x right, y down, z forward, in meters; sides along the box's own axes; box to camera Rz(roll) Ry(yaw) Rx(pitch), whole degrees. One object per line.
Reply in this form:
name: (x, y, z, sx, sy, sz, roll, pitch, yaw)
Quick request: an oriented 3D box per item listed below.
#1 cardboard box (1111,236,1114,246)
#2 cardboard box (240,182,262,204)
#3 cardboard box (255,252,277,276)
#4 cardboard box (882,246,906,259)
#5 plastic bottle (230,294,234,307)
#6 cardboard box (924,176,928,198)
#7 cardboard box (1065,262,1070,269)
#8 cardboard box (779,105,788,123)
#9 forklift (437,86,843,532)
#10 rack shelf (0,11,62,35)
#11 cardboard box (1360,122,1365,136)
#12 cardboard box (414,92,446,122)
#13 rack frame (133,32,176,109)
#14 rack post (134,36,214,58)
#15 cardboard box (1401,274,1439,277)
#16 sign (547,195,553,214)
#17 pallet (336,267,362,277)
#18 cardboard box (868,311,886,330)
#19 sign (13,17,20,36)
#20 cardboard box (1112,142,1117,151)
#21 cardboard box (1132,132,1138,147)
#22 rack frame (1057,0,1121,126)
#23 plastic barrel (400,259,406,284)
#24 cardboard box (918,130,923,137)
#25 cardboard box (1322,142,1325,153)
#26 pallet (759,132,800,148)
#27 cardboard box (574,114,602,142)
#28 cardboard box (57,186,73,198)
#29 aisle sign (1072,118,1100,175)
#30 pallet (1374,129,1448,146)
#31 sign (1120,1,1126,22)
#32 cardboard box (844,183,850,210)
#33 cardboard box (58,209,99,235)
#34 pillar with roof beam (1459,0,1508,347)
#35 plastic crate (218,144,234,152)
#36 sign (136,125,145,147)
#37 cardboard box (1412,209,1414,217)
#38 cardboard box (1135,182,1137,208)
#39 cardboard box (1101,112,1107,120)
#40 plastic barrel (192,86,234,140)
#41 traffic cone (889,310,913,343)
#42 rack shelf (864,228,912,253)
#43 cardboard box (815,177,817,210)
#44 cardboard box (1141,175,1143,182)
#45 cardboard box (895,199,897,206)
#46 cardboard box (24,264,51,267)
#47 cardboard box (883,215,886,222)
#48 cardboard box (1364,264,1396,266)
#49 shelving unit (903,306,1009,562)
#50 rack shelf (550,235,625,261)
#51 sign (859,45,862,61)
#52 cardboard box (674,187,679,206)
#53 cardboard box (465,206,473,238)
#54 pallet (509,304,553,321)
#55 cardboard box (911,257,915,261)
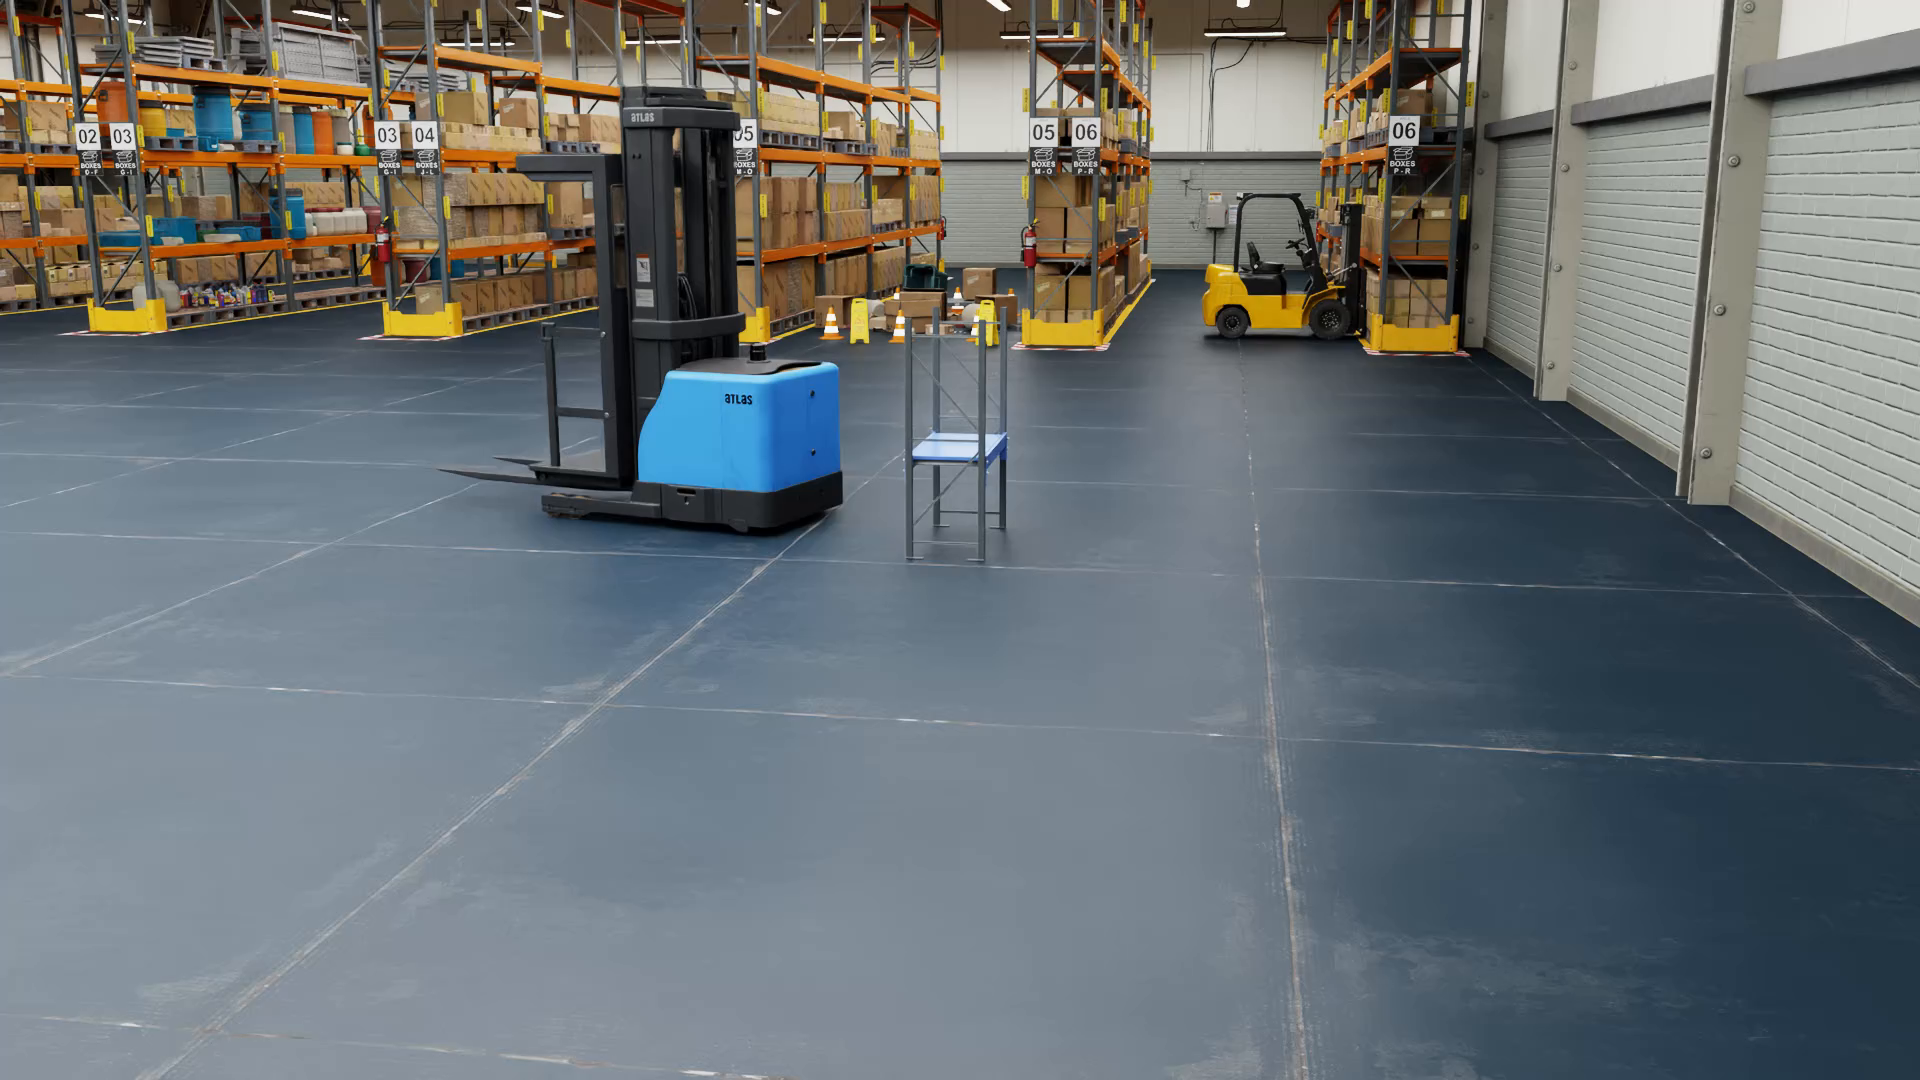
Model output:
cardboard box: (2.318, -4.888, 27.151, 0.380, 0.149, 0.250, 2, 12, 10)
cardboard box: (-16.430, -8.099, 38.845, 0.500, 0.500, 0.500, 2, 12, 9)
cardboard box: (-16.045, -6.329, 38.131, 0.500, 0.500, 0.500, 2, 12, 8)
cardboard box: (-1.444, -6.131, 35.480, 0.500, 0.250, 0.500, 2, 12, 7)
plastic bottle: (-12.534, -4.116, 28.570, 0.097, 0.201, 0.097, 0, 12, 0)
cardboard box: (-1.016, -8.033, 37.830, 0.500, 0.500, 0.500, 1, 12, 7)
cardboard box: (1.546, -4.383, 26.423, 0.380, 0.149, 0.250, 3, 12, 12)
cardboard box: (-2.943, -6.542, 25.525, 0.500, 0.250, 0.500, 2, 12, 8)
forklift: (-2.393, -1.671, 11.791, 3.031, 2.935, 1.130, 6, 13, 25)
rack shelf: (-21.455, -11.397, 36.336, 1.077, 0.370, 4.000, 2, 12, 9)
cardboard box: (6.873, -6.815, 27.355, 0.500, 0.311, 0.500, 1, 12, 7)
cardboard box: (-8.322, -6.864, 26.474, 0.500, 0.500, 0.500, 2, 12, 9)
rack frame: (-20.532, -11.373, 42.406, 1.000, 3.000, 0.127, 2, 12, 9)
rack post: (-12.937, -8.089, 27.346, 0.937, 0.300, 0.954, 2, 12, 8)
cardboard box: (6.809, -3.799, 24.657, 0.500, 0.250, 0.500, 2, 12, 8)
sign: (-7.157, -5.868, 29.048, 0.100, 0.325, 0.005, 2, 12, 9)
pallet: (-15.770, -6.736, 41.747, 1.003, 0.211, 1.213, 2, 12, 9)
cardboard box: (-1.254, -3.525, 26.721, 0.396, 0.266, 0.258, 4, 13, 18)
sign: (-16.938, -9.226, 29.852, 0.100, 0.325, 0.005, 2, 12, 9)
cardboard box: (2.351, -6.408, 27.083, 0.380, 0.149, 0.250, 2, 12, 9)
cardboard box: (3.400, -8.243, 34.217, 0.500, 0.311, 0.500, 2, 12, 9)
rack frame: (2.097, -8.073, 27.091, 1.000, 3.000, 0.127, 2, 12, 9)
plastic barrel: (-11.917, -5.666, 35.073, 0.421, 0.512, 0.421, 0, 12, 0)
cardboard box: (-1.045, -9.102, 37.209, 0.380, 0.149, 0.250, 3, 12, 11)
cardboard box: (8.510, -8.933, 37.853, 0.500, 0.250, 0.500, 2, 12, 8)
pallet: (-3.135, -6.279, 26.099, 1.003, 0.211, 1.213, 2, 12, 9)
cardboard box: (-7.065, -7.736, 31.226, 0.500, 0.500, 0.500, 2, 12, 10)
cardboard box: (-20.967, -8.073, 38.562, 0.500, 0.250, 0.500, 2, 12, 10)
aisle sign: (1.779, -5.555, 23.479, 0.394, 0.787, 0.004, 2, 12, 9)
pallet: (6.707, -5.971, 24.671, 1.003, 0.211, 1.213, 2, 12, 9)
sign: (2.631, -8.546, 26.885, 0.100, 0.325, 0.005, 2, 12, 9)
cardboard box: (-2.426, -6.344, 30.701, 0.700, 0.500, 0.500, 2, 12, 8)
cardboard box: (-17.190, -6.205, 32.428, 0.500, 0.500, 0.500, 2, 12, 9)
pillar with roof beam: (3.131, -7.335, 23.669, 9.100, 9.000, 0.400, 2, 12, 9)
plastic crate: (-12.436, -6.612, 28.058, 0.243, 0.136, 0.396, 2, 12, 9)
sign: (-12.661, -6.241, 25.690, 0.100, 0.325, 0.005, 2, 12, 9)
cardboard box: (6.954, -4.894, 24.804, 0.380, 0.149, 0.250, 2, 12, 8)
cardboard box: (3.273, -6.921, 33.376, 0.500, 0.500, 0.500, 2, 12, 10)
cardboard box: (1.973, -6.261, 24.508, 0.380, 0.149, 0.250, 2, 12, 8)
plastic barrel: (-12.848, -7.334, 28.599, 0.600, 0.901, 0.708, 2, 12, 9)
traffic cone: (-0.875, -3.164, 24.575, 0.336, 0.463, 0.334, 2, 12, 9)
rack shelf: (-1.887, -6.177, 34.241, 1.077, 0.370, 4.000, 2, 12, 9)
cardboard box: (-2.900, -5.805, 27.889, 0.875, 0.550, 0.550, 2, 12, 9)
cardboard box: (3.822, -7.930, 36.519, 0.380, 0.149, 0.250, 2, 12, 7)
cardboard box: (-1.530, -7.118, 35.091, 0.380, 0.149, 0.250, 1, 12, 7)
cardboard box: (-17.630, -5.120, 31.830, 0.500, 0.311, 0.500, 2, 12, 10)
cardboard box: (-1.724, -6.557, 33.899, 0.380, 0.149, 0.250, 2, 12, 9)
cardboard box: (7.508, -4.728, 30.450, 0.875, 0.625, 0.625, 2, 12, 10)
shelving unit: (-0.013, -0.715, 10.753, 0.538, 1.500, 1.048, 2, 12, 9)
rack shelf: (-7.387, -5.526, 31.221, 1.077, 0.370, 4.000, 2, 12, 9)
sign: (-2.112, -10.394, 35.458, 0.100, 0.325, 0.005, 2, 12, 9)
cardboard box: (-6.554, -7.532, 36.206, 0.797, 0.503, 0.637, 2, 12, 7)
cardboard box: (-8.240, -5.044, 26.336, 0.875, 0.500, 0.500, 2, 12, 9)
pallet: (-7.763, -3.957, 28.853, 1.003, 0.211, 1.213, 2, 12, 9)
cardboard box: (-1.213, -6.277, 37.356, 0.380, 0.149, 0.250, 2, 12, 7)
